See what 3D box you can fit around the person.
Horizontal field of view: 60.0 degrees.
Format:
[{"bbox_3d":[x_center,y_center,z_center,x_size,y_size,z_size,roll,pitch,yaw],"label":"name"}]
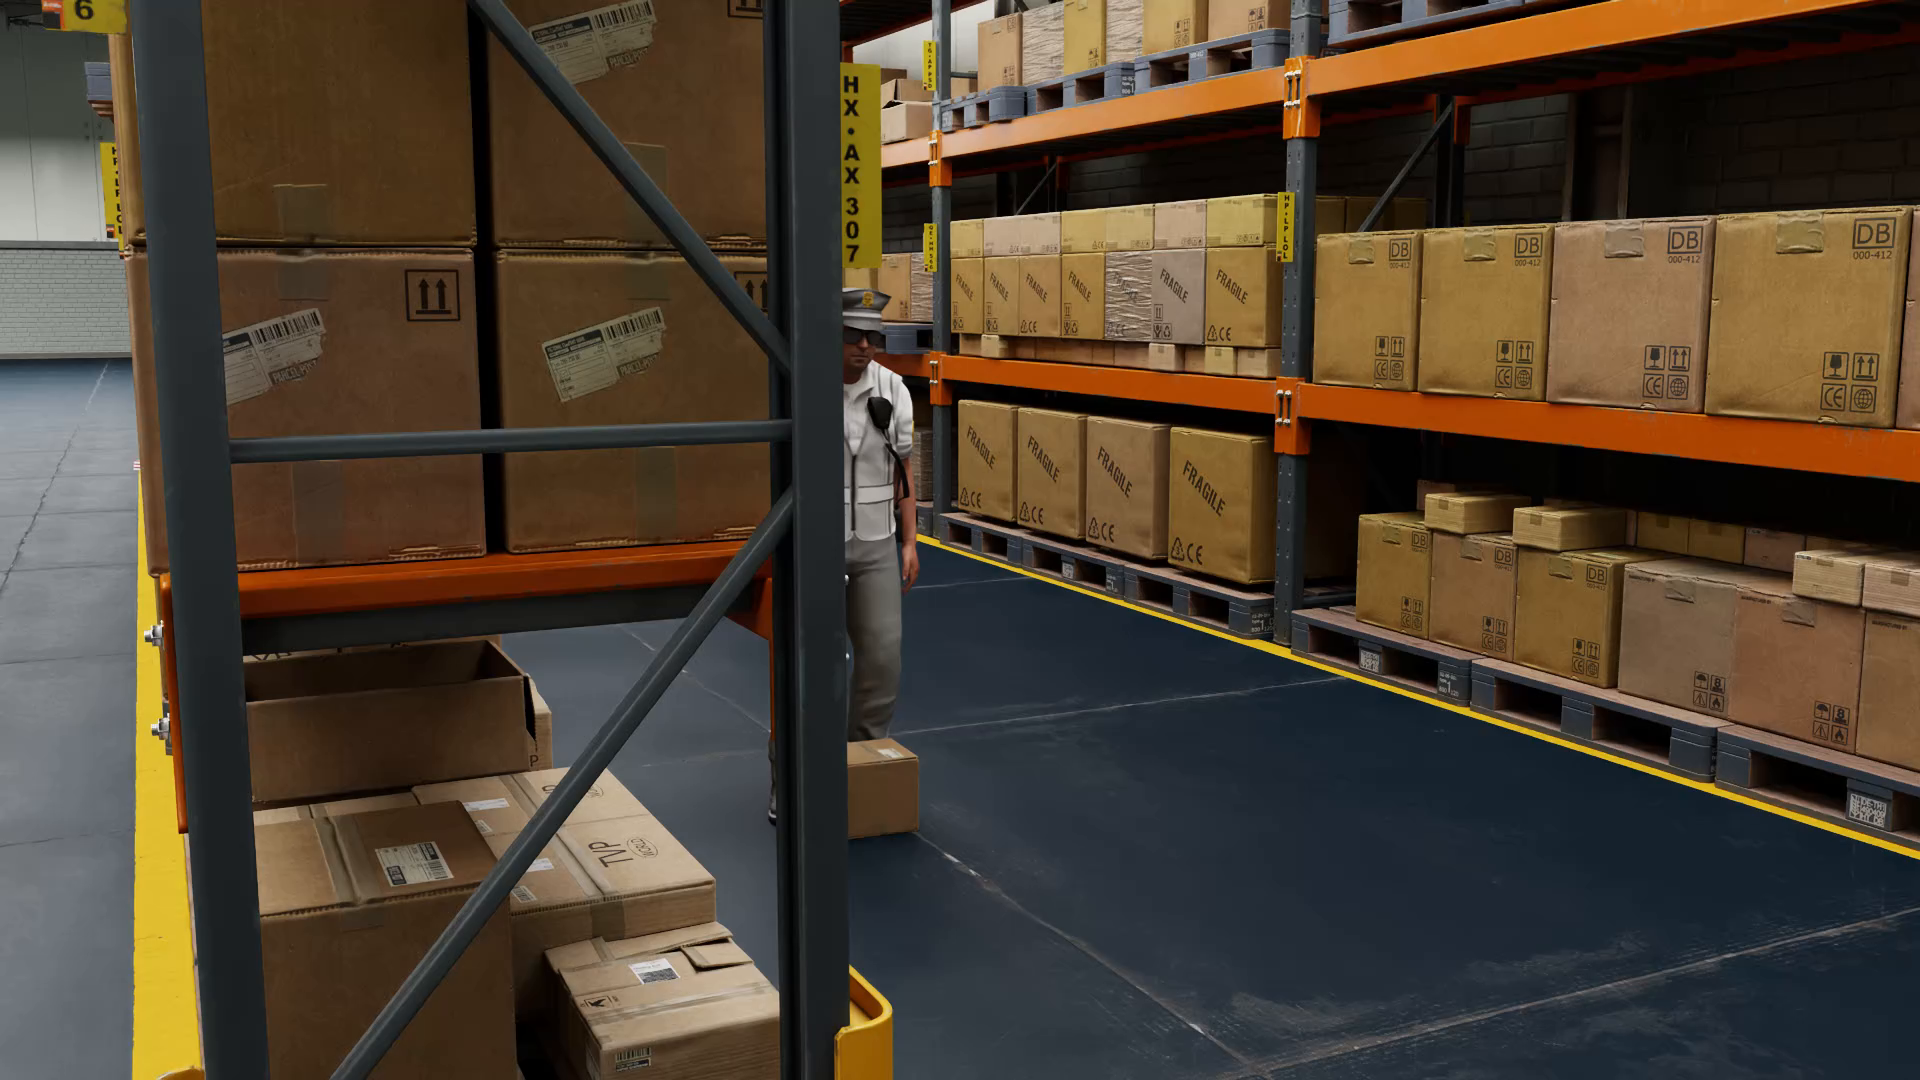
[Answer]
[{"bbox_3d":[-0.412,0.034,5.592,0.590,1.746,0.436,-4,9,-25],"label":"person"}]
